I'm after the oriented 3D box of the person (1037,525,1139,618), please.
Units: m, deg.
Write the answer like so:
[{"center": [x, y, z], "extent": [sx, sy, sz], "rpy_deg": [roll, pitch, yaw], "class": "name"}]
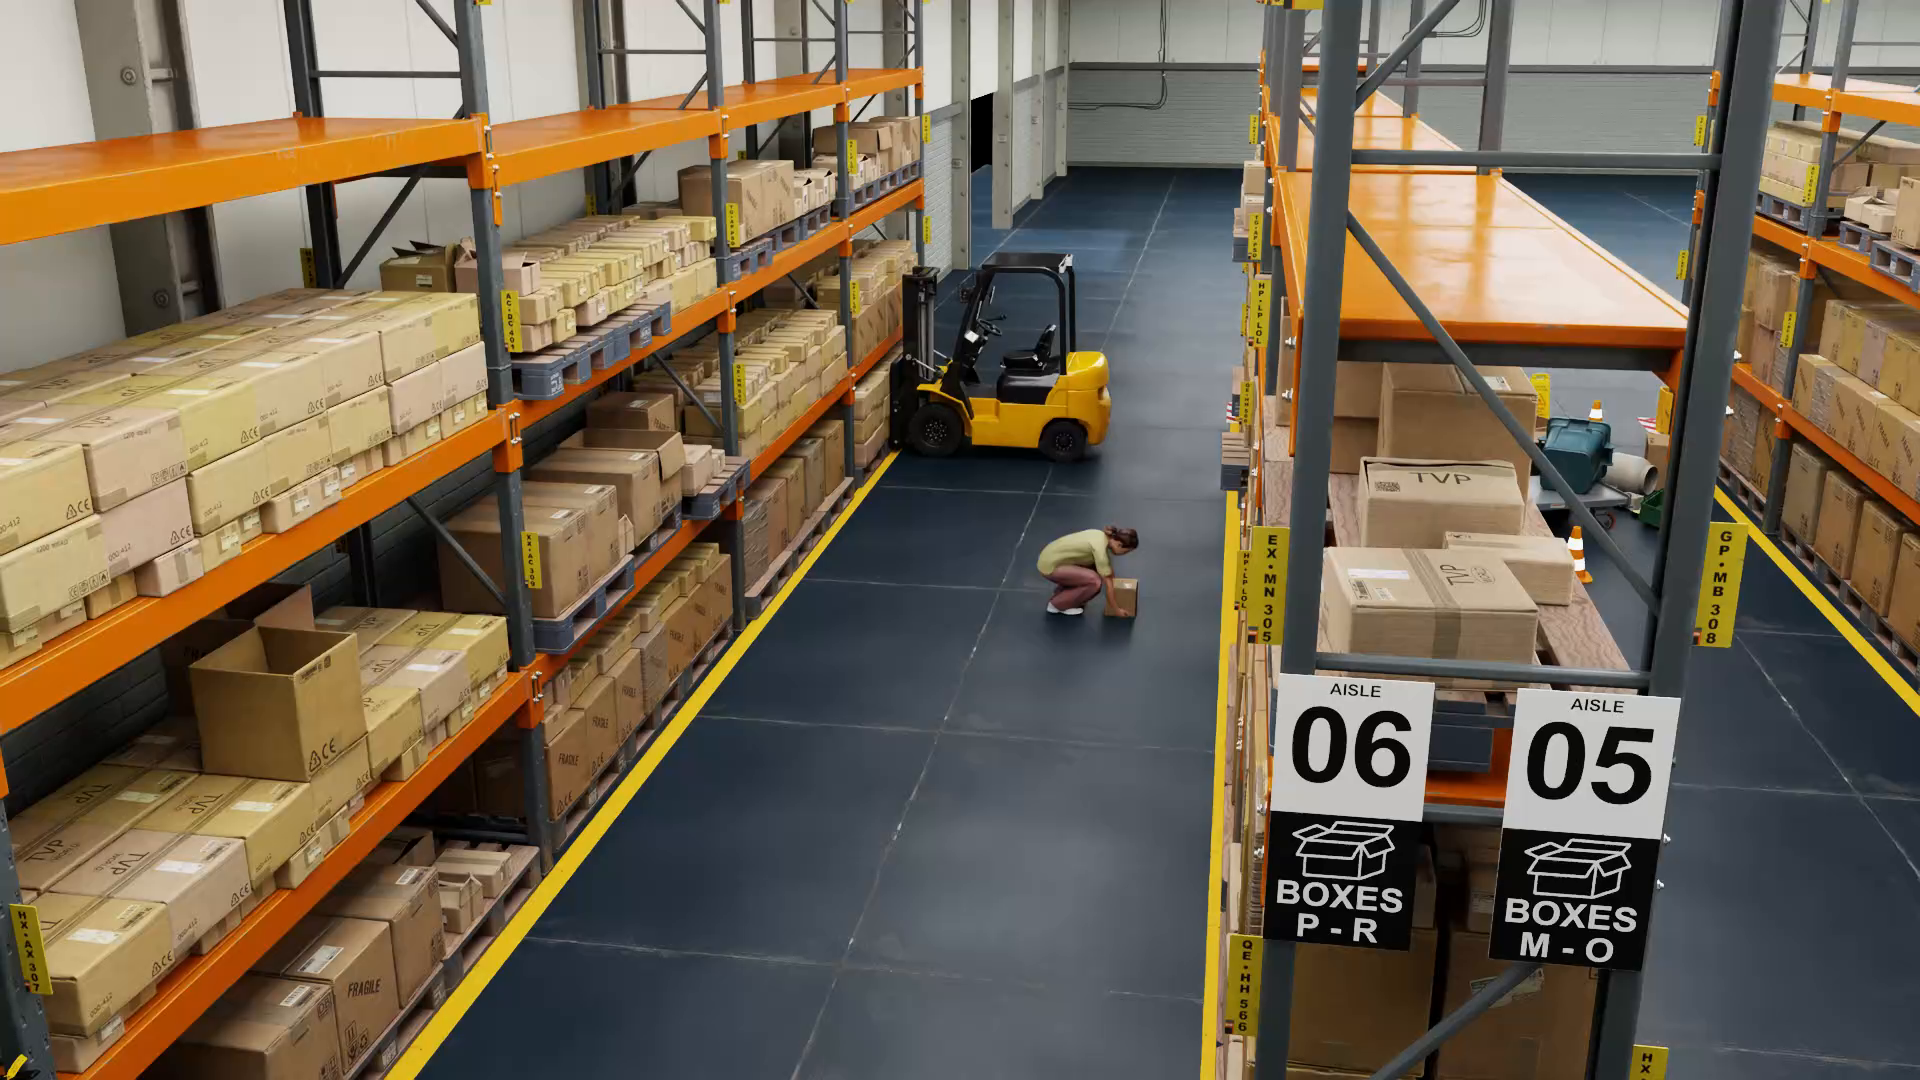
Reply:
[{"center": [1.062, 0.262, 13.877], "extent": [0.836, 0.816, 0.471], "rpy_deg": [3, 18, 8], "class": "person"}]
